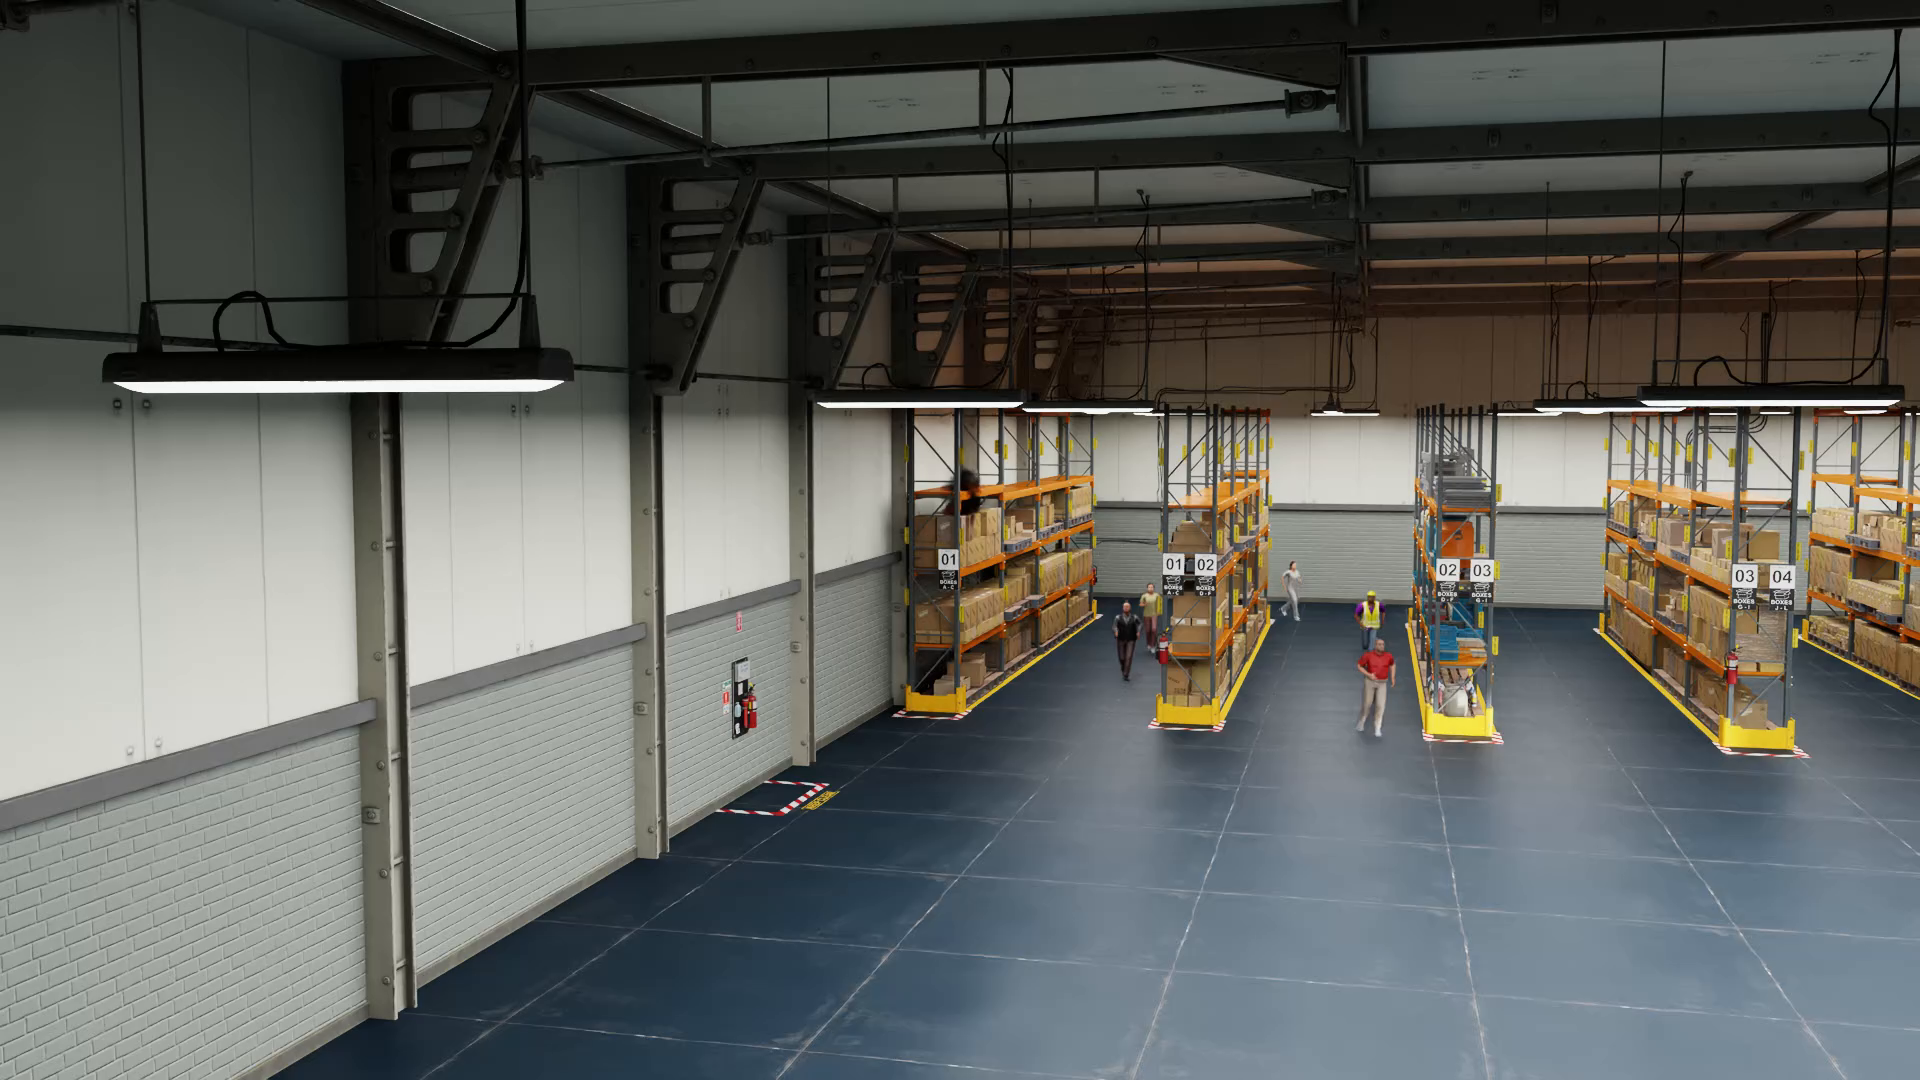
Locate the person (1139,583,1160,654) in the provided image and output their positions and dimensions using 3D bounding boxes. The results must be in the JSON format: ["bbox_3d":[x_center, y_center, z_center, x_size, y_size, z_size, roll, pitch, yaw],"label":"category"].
[{"bbox_3d":[4.685,1.905,40.866,0.562,1.710,0.728,1,4,8],"label":"person"}]

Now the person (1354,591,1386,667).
[{"bbox_3d":[9.544,2.046,38.717,0.727,1.750,0.875,1,4,9],"label":"person"}]

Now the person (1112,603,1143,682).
[{"bbox_3d":[3.678,2.226,36.583,0.677,1.691,0.875,1,4,11],"label":"person"}]

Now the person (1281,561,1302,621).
[{"bbox_3d":[9.488,1.440,47.529,0.599,1.680,0.911,-2,5,-30],"label":"person"}]

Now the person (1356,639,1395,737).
[{"bbox_3d":[7.582,2.692,30.272,0.724,1.810,0.714,0,4,-1],"label":"person"}]
